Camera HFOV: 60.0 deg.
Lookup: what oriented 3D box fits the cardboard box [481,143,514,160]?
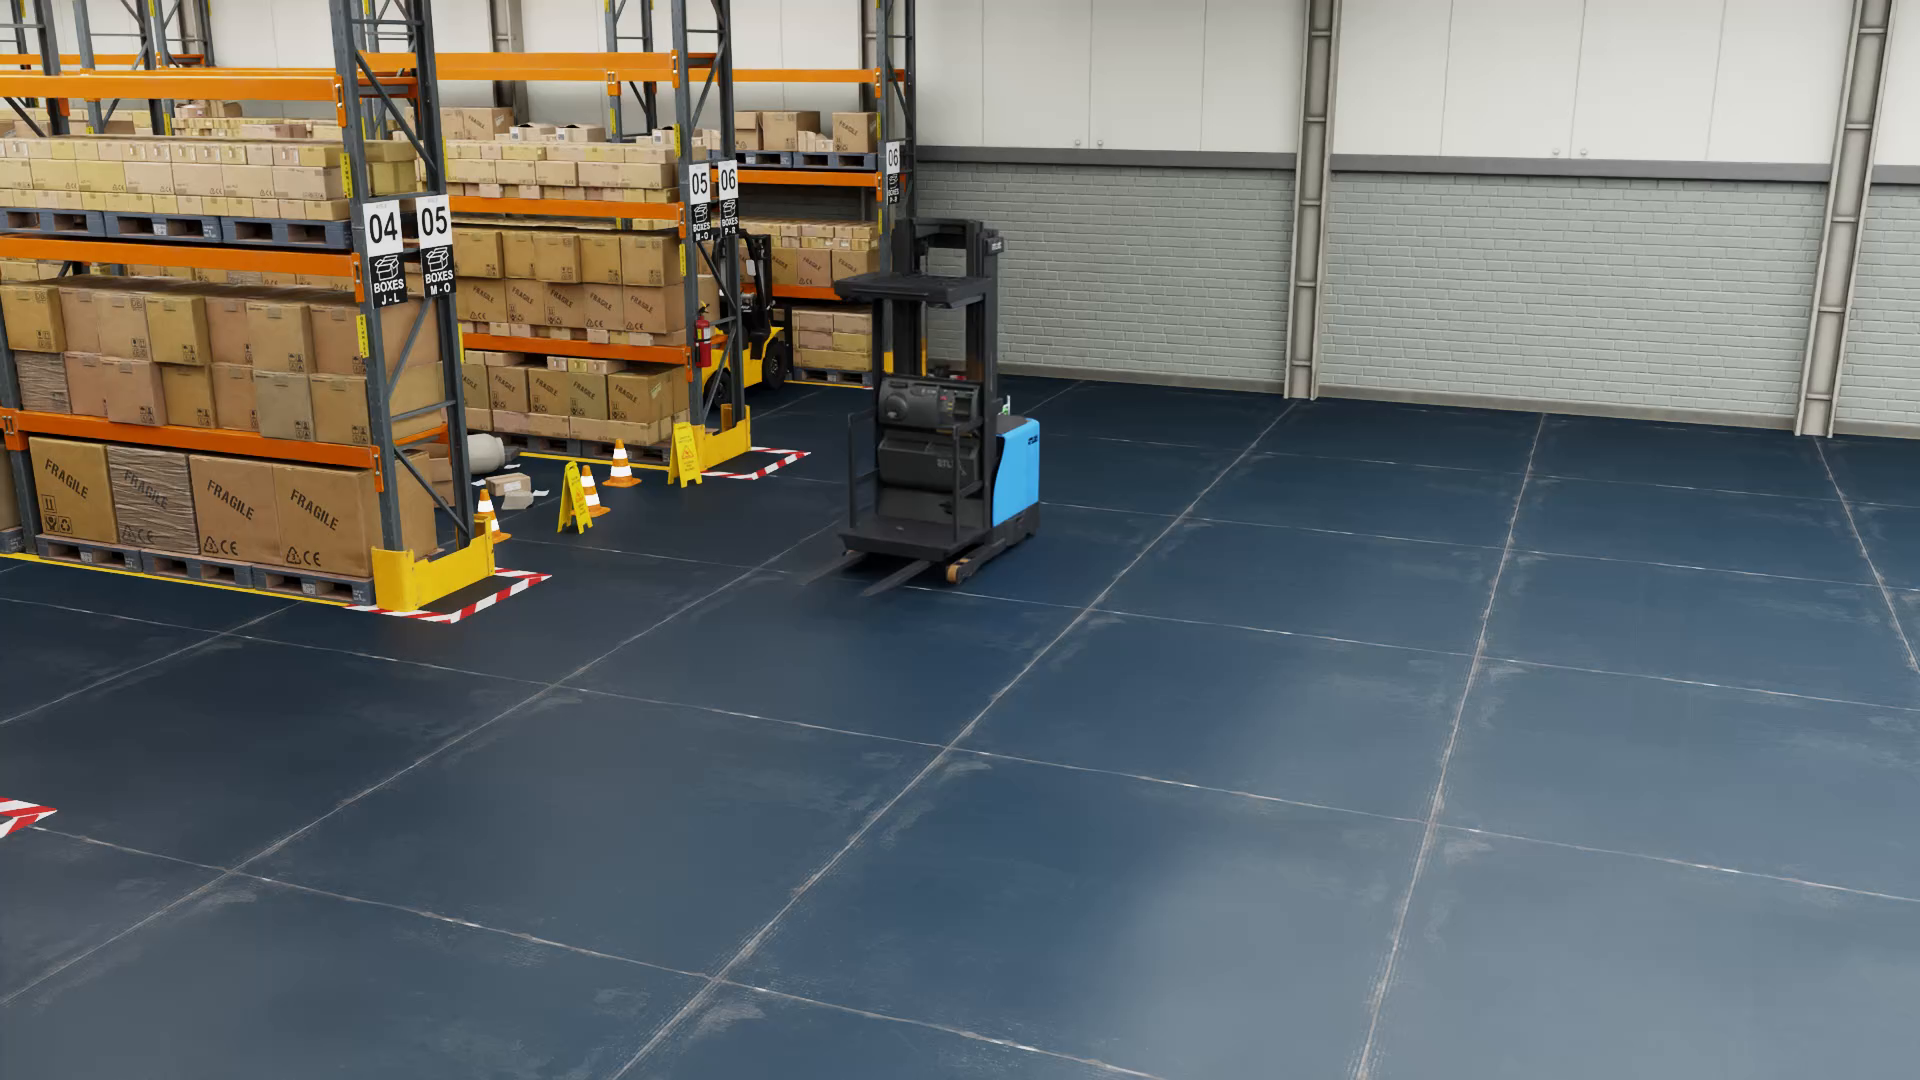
[{"bbox_3d":[-4.957,-4.201,17.980,0.250,0.149,0.380,6,17,20],"label":"cardboard box"}]

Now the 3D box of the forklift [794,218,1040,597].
[{"bbox_3d":[-0.359,-1.176,14.042,1.130,2.935,3.031,8,18,25],"label":"forklift"}]

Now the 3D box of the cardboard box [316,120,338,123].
[{"bbox_3d":[-9.387,-6.197,24.857,0.250,0.149,0.380,6,17,20],"label":"cardboard box"}]

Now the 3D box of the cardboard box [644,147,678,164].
[{"bbox_3d":[-3.064,-3.986,17.238,0.250,0.149,0.380,6,17,21],"label":"cardboard box"}]

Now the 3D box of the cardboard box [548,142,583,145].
[{"bbox_3d":[-4.301,-4.281,18.255,0.250,0.149,0.380,7,17,22],"label":"cardboard box"}]

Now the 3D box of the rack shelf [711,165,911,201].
[{"bbox_3d":[-2.684,-4.912,22.700,4.000,0.370,1.077,6,17,21],"label":"rack shelf"}]

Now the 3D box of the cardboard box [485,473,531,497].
[{"bbox_3d":[-4.601,-0.566,16.932,0.380,0.149,0.250,-12,20,-37],"label":"cardboard box"}]

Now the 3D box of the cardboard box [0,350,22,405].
[{"bbox_3d":[-8.668,-1.472,14.760,0.500,0.500,0.500,6,17,20],"label":"cardboard box"}]

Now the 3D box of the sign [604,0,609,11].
[{"bbox_3d":[-4.732,-7.247,22.256,0.005,0.325,0.100,6,17,21],"label":"sign"}]

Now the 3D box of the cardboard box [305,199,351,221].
[{"bbox_3d":[-4.797,-2.546,12.778,0.250,0.149,0.380,6,17,21],"label":"cardboard box"}]

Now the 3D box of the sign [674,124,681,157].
[{"bbox_3d":[-2.864,-4.049,16.847,0.005,0.325,0.100,6,17,21],"label":"sign"}]

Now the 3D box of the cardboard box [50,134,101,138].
[{"bbox_3d":[-7.627,-3.437,14.418,0.250,0.149,0.380,6,17,20],"label":"cardboard box"}]

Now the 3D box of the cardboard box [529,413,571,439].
[{"bbox_3d":[-4.460,-1.326,18.616,0.500,0.250,0.500,6,17,19],"label":"cardboard box"}]

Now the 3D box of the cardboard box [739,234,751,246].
[{"bbox_3d":[-2.913,-4.117,22.708,0.250,0.149,0.380,6,17,19],"label":"cardboard box"}]

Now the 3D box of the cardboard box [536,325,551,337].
[{"bbox_3d":[-4.482,-2.348,18.409,0.250,0.149,0.380,6,17,21],"label":"cardboard box"}]

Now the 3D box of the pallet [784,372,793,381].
[{"bbox_3d":[-2.681,-2.466,23.365,1.213,0.211,1.003,6,17,21],"label":"pallet"}]

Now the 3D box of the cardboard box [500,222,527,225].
[{"bbox_3d":[-6.418,-4.489,23.988,0.250,0.149,0.380,6,17,19],"label":"cardboard box"}]

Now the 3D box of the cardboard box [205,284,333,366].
[{"bbox_3d":[-5.711,-1.794,13.844,0.550,0.550,0.875,6,17,21],"label":"cardboard box"}]

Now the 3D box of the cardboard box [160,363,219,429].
[{"bbox_3d":[-6.228,-1.313,14.123,0.500,0.550,0.875,6,17,21],"label":"cardboard box"}]

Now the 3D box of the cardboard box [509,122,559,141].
[{"bbox_3d":[-6.021,-5.758,23.552,0.500,0.311,0.500,6,17,19],"label":"cardboard box"}]

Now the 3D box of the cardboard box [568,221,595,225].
[{"bbox_3d":[-5.500,-4.560,24.235,0.250,0.149,0.380,6,17,20],"label":"cardboard box"}]

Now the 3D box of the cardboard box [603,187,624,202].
[{"bbox_3d":[-3.554,-3.661,17.552,0.250,0.149,0.380,7,18,22],"label":"cardboard box"}]

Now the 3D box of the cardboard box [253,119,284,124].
[{"bbox_3d":[-10.415,-6.266,25.057,0.250,0.149,0.380,6,17,21],"label":"cardboard box"}]

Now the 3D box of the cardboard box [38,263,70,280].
[{"bbox_3d":[-11.105,-3.346,20.769,0.500,0.250,0.500,6,17,19],"label":"cardboard box"}]

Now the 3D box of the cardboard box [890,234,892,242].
[{"bbox_3d":[-1.044,-4.074,22.560,0.250,0.149,0.380,6,17,19],"label":"cardboard box"}]

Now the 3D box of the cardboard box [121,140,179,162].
[{"bbox_3d":[-6.455,-3.111,13.294,0.250,0.149,0.380,6,17,20],"label":"cardboard box"}]

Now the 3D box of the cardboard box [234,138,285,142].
[{"bbox_3d":[-5.739,-3.230,13.704,0.250,0.149,0.380,6,17,20],"label":"cardboard box"}]

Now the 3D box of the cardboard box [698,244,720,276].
[{"bbox_3d":[-3.265,-3.856,22.973,0.500,0.500,0.500,6,17,20],"label":"cardboard box"}]

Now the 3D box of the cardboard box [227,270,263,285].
[{"bbox_3d":[-8.303,-3.272,19.675,0.500,0.500,0.500,6,17,19],"label":"cardboard box"}]

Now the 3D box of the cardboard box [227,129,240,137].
[{"bbox_3d":[-10.903,-6.172,25.267,0.250,0.149,0.380,6,17,20],"label":"cardboard box"}]

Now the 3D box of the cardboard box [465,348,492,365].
[{"bbox_3d":[-5.340,-2.076,18.690,0.250,0.149,0.380,7,18,23],"label":"cardboard box"}]

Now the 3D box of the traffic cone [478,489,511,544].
[{"bbox_3d":[-4.337,-0.235,15.229,0.334,0.463,0.336,6,17,21],"label":"traffic cone"}]

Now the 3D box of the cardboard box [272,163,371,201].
[{"bbox_3d":[-4.921,-2.769,12.831,0.500,0.250,0.500,7,17,21],"label":"cardboard box"}]

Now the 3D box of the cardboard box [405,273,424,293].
[{"bbox_3d":[-6.055,-2.807,18.827,0.500,0.500,0.500,6,17,20],"label":"cardboard box"}]

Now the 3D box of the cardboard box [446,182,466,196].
[{"bbox_3d":[-5.450,-3.884,18.320,0.250,0.149,0.380,7,18,22],"label":"cardboard box"}]

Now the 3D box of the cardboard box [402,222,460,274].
[{"bbox_3d":[-6.033,-3.304,18.743,0.500,0.500,0.700,6,17,20],"label":"cardboard box"}]

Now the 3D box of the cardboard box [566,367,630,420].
[{"bbox_3d":[-3.969,-1.633,18.328,0.500,0.500,0.500,7,18,23],"label":"cardboard box"}]

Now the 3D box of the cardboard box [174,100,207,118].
[{"bbox_3d":[-11.834,-6.630,25.569,0.258,0.266,0.396,6,17,20],"label":"cardboard box"}]

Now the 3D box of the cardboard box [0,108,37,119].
[{"bbox_3d":[-15.387,-6.890,27.062,0.500,0.250,0.500,6,17,20],"label":"cardboard box"}]

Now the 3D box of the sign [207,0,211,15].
[{"bbox_3d":[-11.788,-8.390,26.051,0.005,0.325,0.100,6,17,21],"label":"sign"}]

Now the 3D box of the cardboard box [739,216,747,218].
[{"bbox_3d":[-3.178,-4.469,23.386,0.250,0.149,0.380,6,17,20],"label":"cardboard box"}]

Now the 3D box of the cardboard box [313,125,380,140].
[{"bbox_3d":[-6.948,-4.570,18.852,0.500,0.250,0.500,7,17,22],"label":"cardboard box"}]

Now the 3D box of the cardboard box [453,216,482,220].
[{"bbox_3d":[-7.386,-4.769,24.956,0.250,0.149,0.380,6,17,21],"label":"cardboard box"}]

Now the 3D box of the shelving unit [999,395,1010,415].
[{"bbox_3d":[0.190,-0.784,15.799,0.503,1.200,0.258,8,18,24],"label":"shelving unit"}]

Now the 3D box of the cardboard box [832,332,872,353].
[{"bbox_3d":[-1.391,-2.702,22.460,0.500,0.250,0.500,6,17,20],"label":"cardboard box"}]

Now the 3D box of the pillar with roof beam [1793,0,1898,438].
[{"bbox_3d":[8.443,-4.454,14.453,0.400,9.000,9.100,6,17,21],"label":"pillar with roof beam"}]

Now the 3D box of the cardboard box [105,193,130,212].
[{"bbox_3d":[-6.685,-2.754,13.494,0.250,0.149,0.380,6,17,21],"label":"cardboard box"}]

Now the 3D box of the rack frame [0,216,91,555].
[{"bbox_3d":[-8.085,-1.440,14.829,0.127,3.000,1.000,6,17,21],"label":"rack frame"}]

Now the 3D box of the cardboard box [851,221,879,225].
[{"bbox_3d":[-1.282,-4.248,22.626,0.250,0.149,0.380,7,18,23],"label":"cardboard box"}]

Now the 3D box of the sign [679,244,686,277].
[{"bbox_3d":[-2.864,-2.891,17.183,0.005,0.325,0.100,6,17,21],"label":"sign"}]

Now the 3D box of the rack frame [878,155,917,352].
[{"bbox_3d":[-0.823,-3.612,22.313,0.127,3.000,1.000,6,17,21],"label":"rack frame"}]

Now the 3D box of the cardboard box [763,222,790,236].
[{"bbox_3d":[-2.458,-4.201,22.465,0.250,0.149,0.380,7,17,22],"label":"cardboard box"}]

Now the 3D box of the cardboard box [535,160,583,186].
[{"bbox_3d":[-4.168,-3.922,17.735,0.500,0.250,0.500,7,18,22],"label":"cardboard box"}]

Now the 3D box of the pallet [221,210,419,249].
[{"bbox_3d":[-5.057,-2.502,13.266,1.213,0.211,1.003,6,17,21],"label":"pallet"}]

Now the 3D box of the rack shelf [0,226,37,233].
[{"bbox_3d":[-9.945,-2.739,15.216,4.000,0.370,1.077,6,17,21],"label":"rack shelf"}]

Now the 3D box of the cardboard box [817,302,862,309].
[{"bbox_3d":[-1.667,-3.122,23.010,0.500,0.250,0.500,6,17,21],"label":"cardboard box"}]

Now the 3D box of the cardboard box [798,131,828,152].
[{"bbox_3d":[-1.942,-5.270,21.951,0.258,0.266,0.396,6,17,21],"label":"cardboard box"}]
